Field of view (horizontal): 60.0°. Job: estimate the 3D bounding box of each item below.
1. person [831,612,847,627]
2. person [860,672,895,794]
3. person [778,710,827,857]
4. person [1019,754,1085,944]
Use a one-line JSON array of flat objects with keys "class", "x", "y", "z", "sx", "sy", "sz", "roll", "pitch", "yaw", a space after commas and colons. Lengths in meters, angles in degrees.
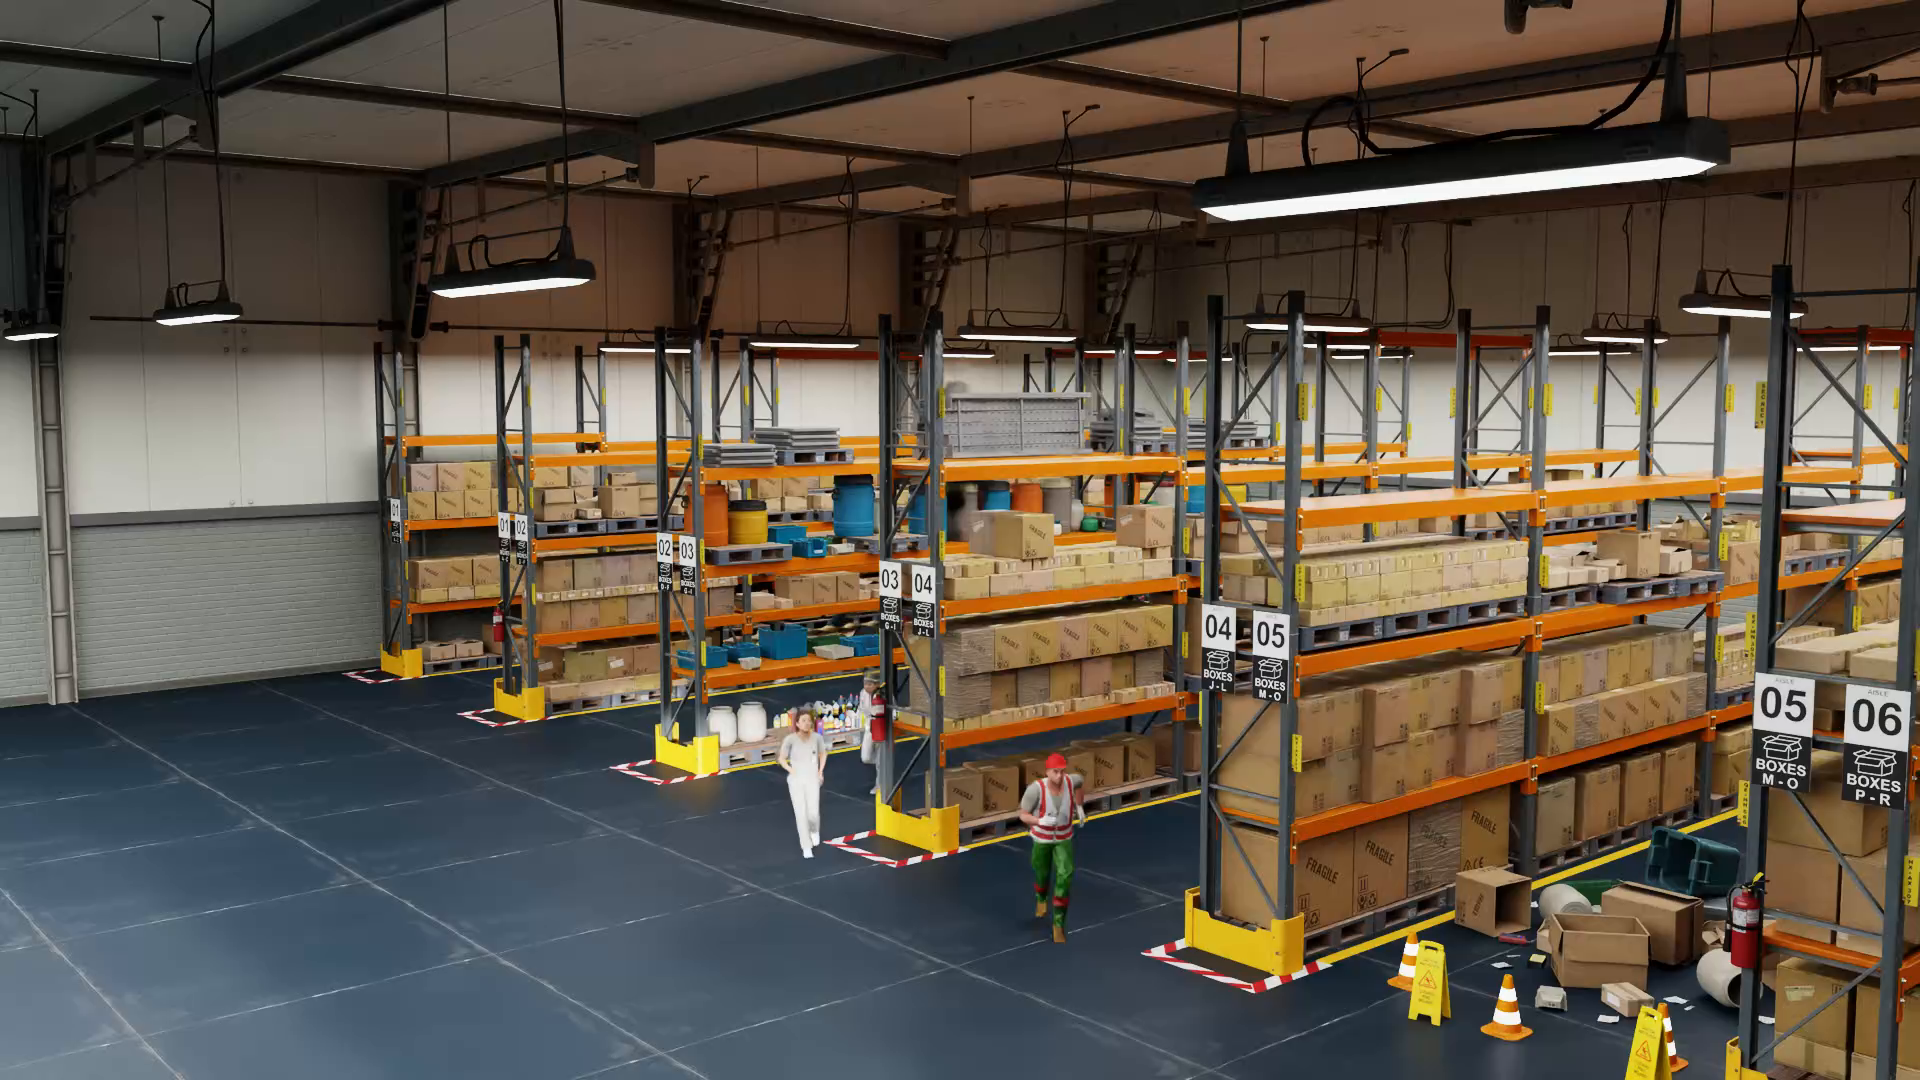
[{"class": "person", "x": -2.347, "y": 1.413, "z": 32.537, "sx": 0.667, "sy": 1.590, "sz": 0.508, "roll": -4, "pitch": 6, "yaw": -35}, {"class": "person", "x": -1.080, "y": 2.451, "z": 21.175, "sx": 0.604, "sy": 1.612, "sz": 0.668, "roll": 2, "pitch": 6, "yaw": 25}, {"class": "person", "x": -1.723, "y": 2.686, "z": 18.345, "sx": 0.553, "sy": 1.641, "sz": 0.582, "roll": -1, "pitch": 5, "yaw": -12}, {"class": "person", "x": 0.872, "y": 2.882, "z": 15.784, "sx": 0.684, "sy": 1.825, "sz": 0.953, "roll": -1, "pitch": 5, "yaw": -9}]
